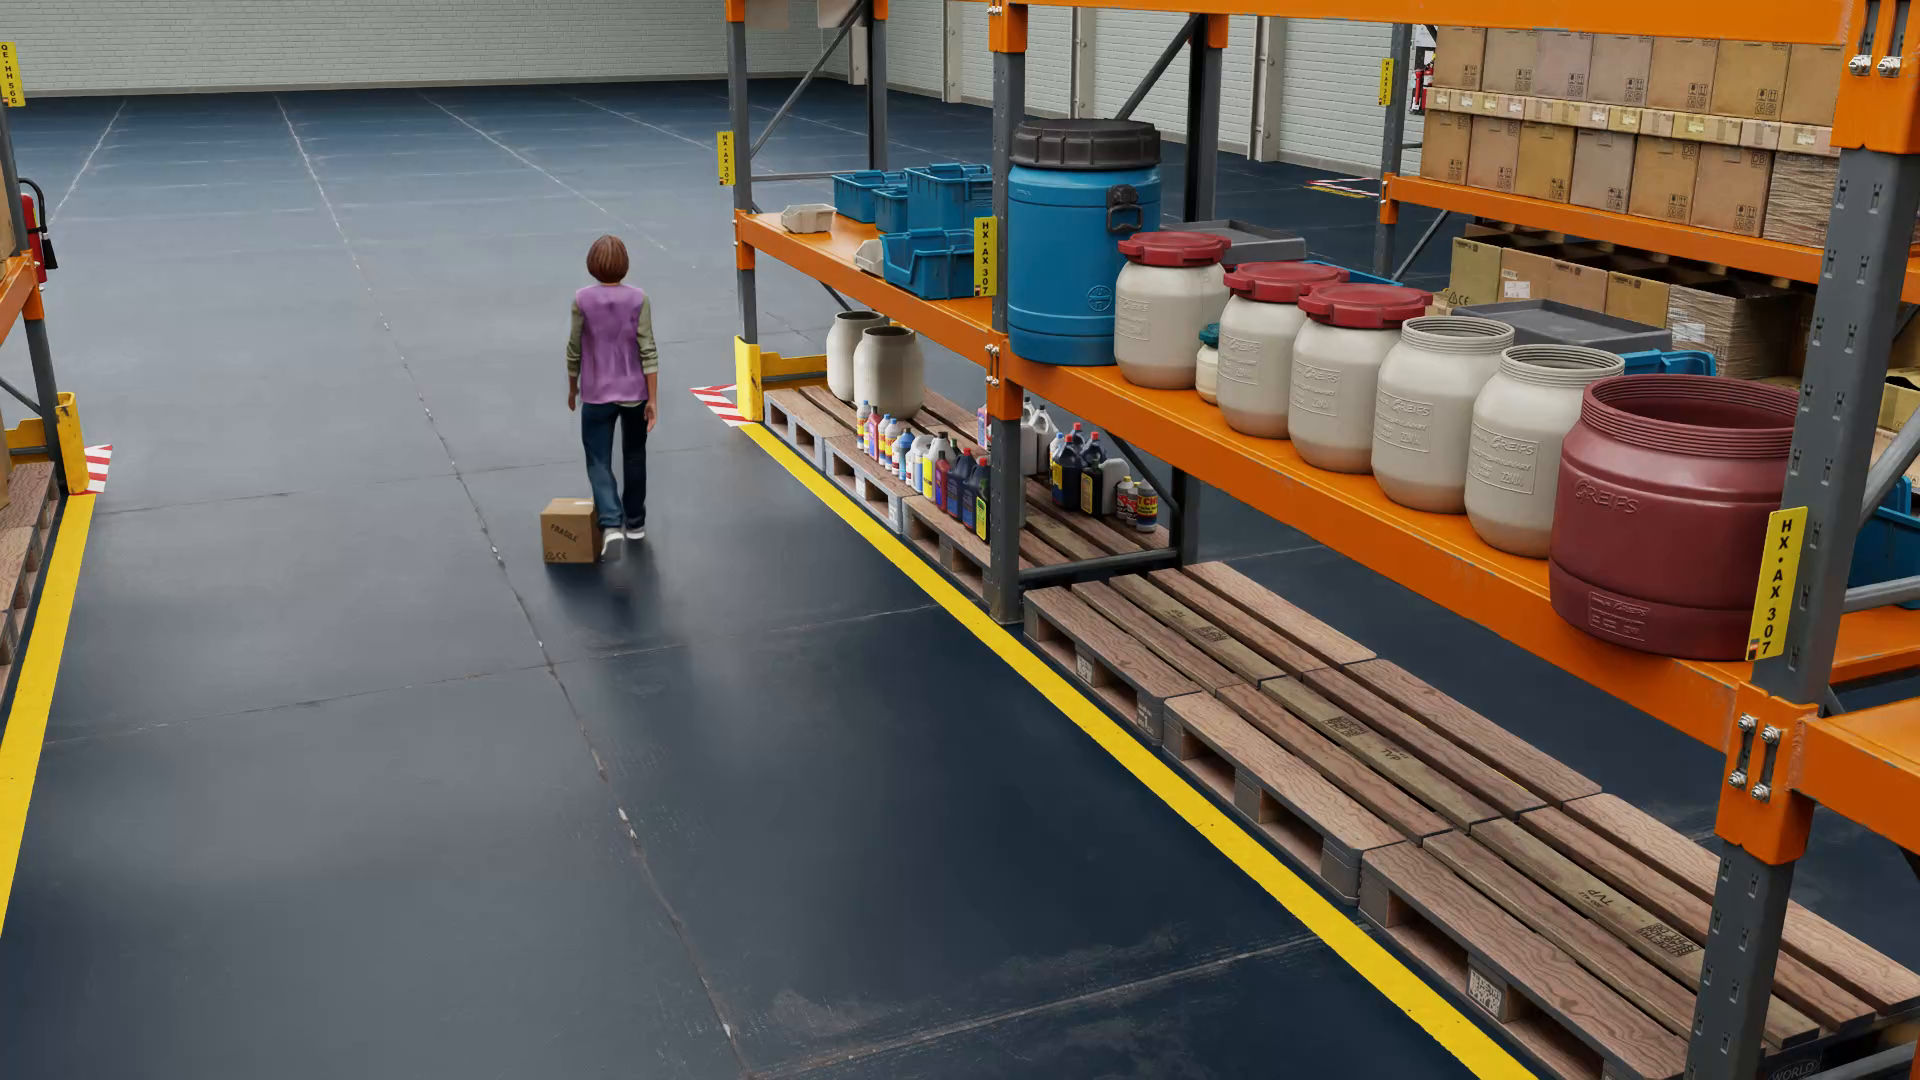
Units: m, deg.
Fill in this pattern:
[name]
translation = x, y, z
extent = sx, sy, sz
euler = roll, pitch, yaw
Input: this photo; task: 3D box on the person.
[person]
translation = -1.659, -0.677, 7.995
extent = 0.426, 1.560, 0.862
euler = -5, 20, -15
